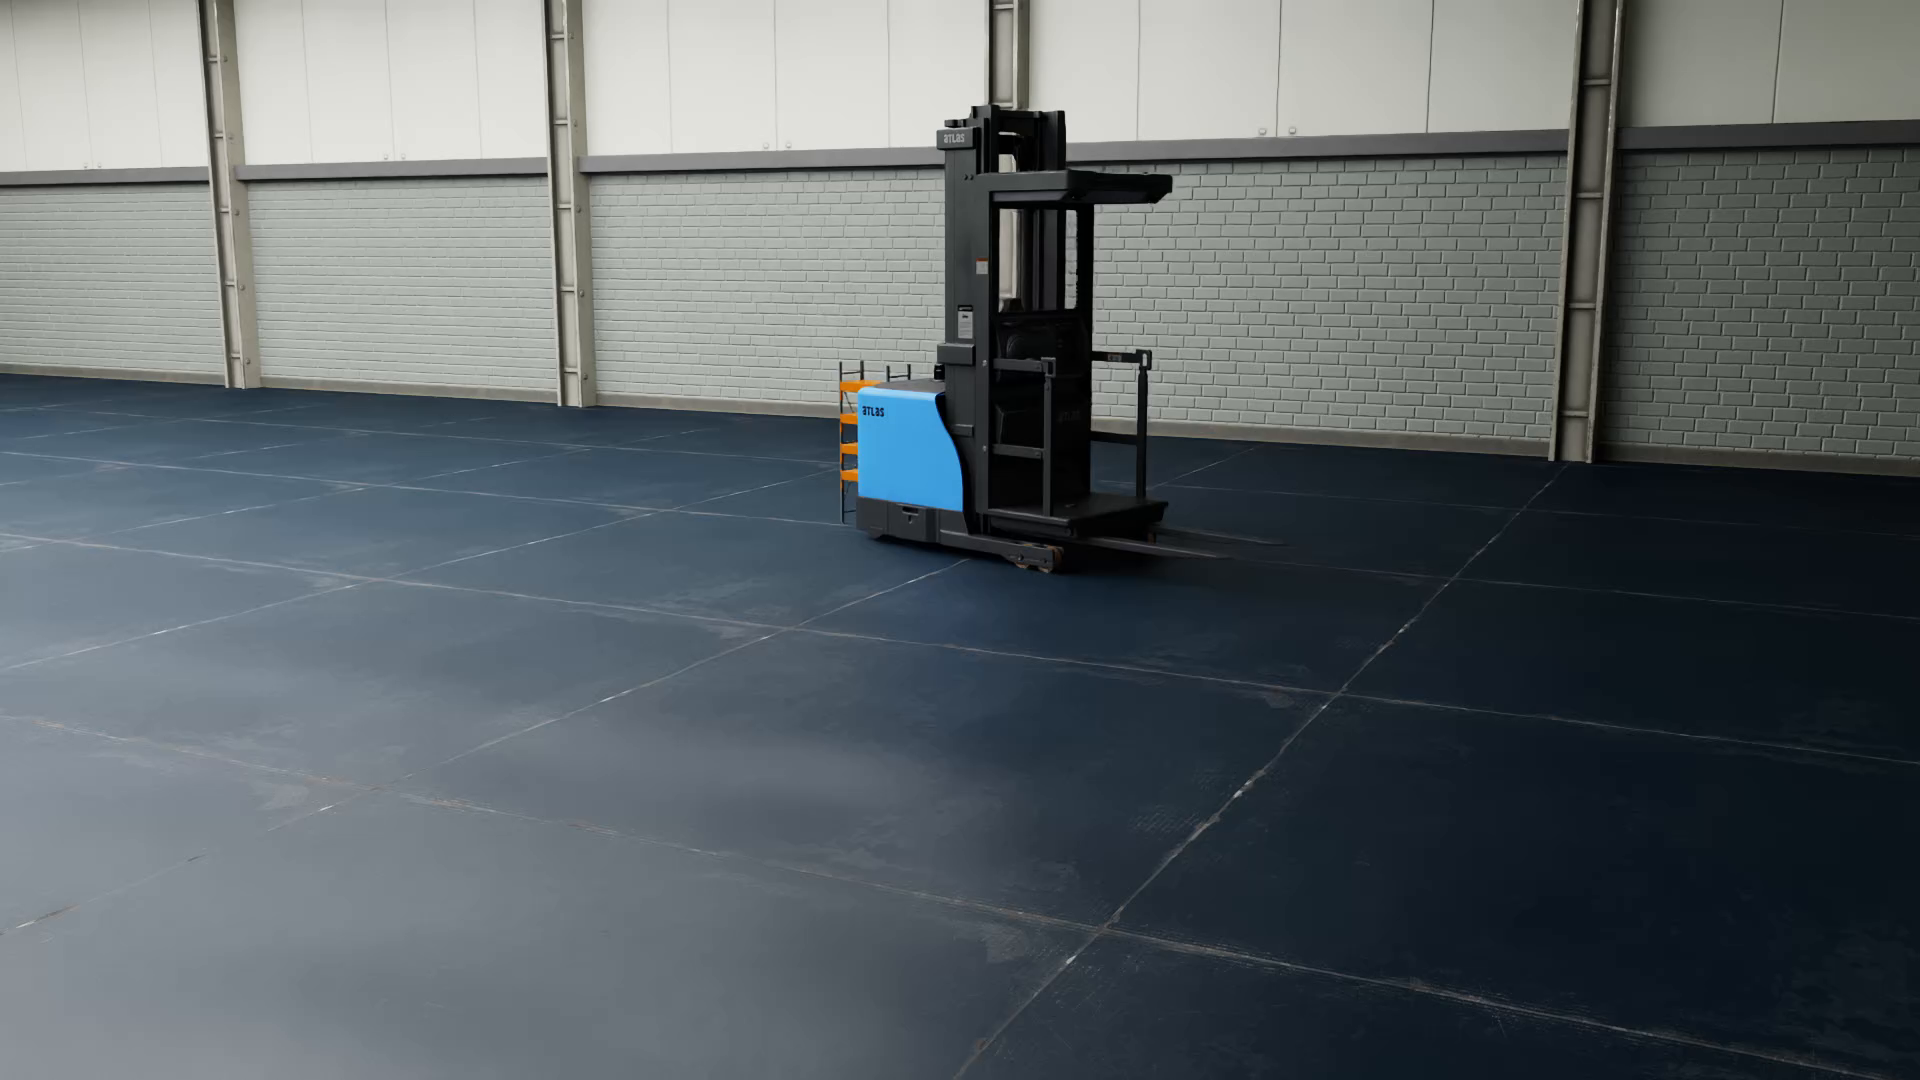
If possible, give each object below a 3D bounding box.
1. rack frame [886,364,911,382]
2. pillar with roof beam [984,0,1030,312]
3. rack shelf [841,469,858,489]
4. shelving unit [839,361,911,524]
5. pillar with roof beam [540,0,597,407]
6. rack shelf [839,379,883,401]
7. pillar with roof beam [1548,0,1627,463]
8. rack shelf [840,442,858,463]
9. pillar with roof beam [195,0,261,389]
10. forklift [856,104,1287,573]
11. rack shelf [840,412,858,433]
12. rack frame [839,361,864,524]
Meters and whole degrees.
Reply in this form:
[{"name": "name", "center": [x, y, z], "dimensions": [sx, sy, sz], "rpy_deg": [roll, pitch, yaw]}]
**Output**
[{"name": "rack frame", "center": [-0.442, -0.669, 12.058], "dimensions": [0.015, 1.200, 0.240], "rpy_deg": [9, 14, 41]}, {"name": "pillar with roof beam", "center": [-1.401, -4.984, 13.999], "dimensions": [0.400, 9.000, 9.100], "rpy_deg": [5, 11, 26]}, {"name": "rack shelf", "center": [-0.623, -0.437, 12.267], "dimensions": [0.480, 0.148, 0.258], "rpy_deg": [9, 14, 41]}, {"name": "shelving unit", "center": [-0.623, -0.698, 12.220], "dimensions": [0.503, 1.200, 0.258], "rpy_deg": [9, 14, 41]}, {"name": "pillar with roof beam", "center": [-6.782, -5.457, 16.612], "dimensions": [0.400, 9.000, 9.100], "rpy_deg": [5, 11, 26]}, {"name": "rack shelf", "center": [-0.623, -1.085, 12.150], "dimensions": [0.480, 0.148, 0.258], "rpy_deg": [9, 14, 41]}, {"name": "pillar with roof beam", "center": [3.979, -4.511, 11.387], "dimensions": [0.400, 9.000, 9.100], "rpy_deg": [5, 11, 26]}, {"name": "rack shelf", "center": [-0.623, -0.632, 12.232], "dimensions": [0.480, 0.148, 0.258], "rpy_deg": [9, 14, 41]}, {"name": "pillar with roof beam", "center": [-12.163, -5.929, 19.224], "dimensions": [0.400, 9.000, 9.100], "rpy_deg": [5, 11, 26]}, {"name": "forklift", "center": [0.696, -1.339, 10.898], "dimensions": [3.031, 2.935, 1.130], "rpy_deg": [9, 14, 41]}, {"name": "rack shelf", "center": [-0.623, -0.852, 12.192], "dimensions": [0.480, 0.148, 0.258], "rpy_deg": [9, 14, 41]}, {"name": "rack frame", "center": [-0.803, -0.728, 12.381], "dimensions": [0.015, 1.200, 0.240], "rpy_deg": [9, 14, 41]}]
